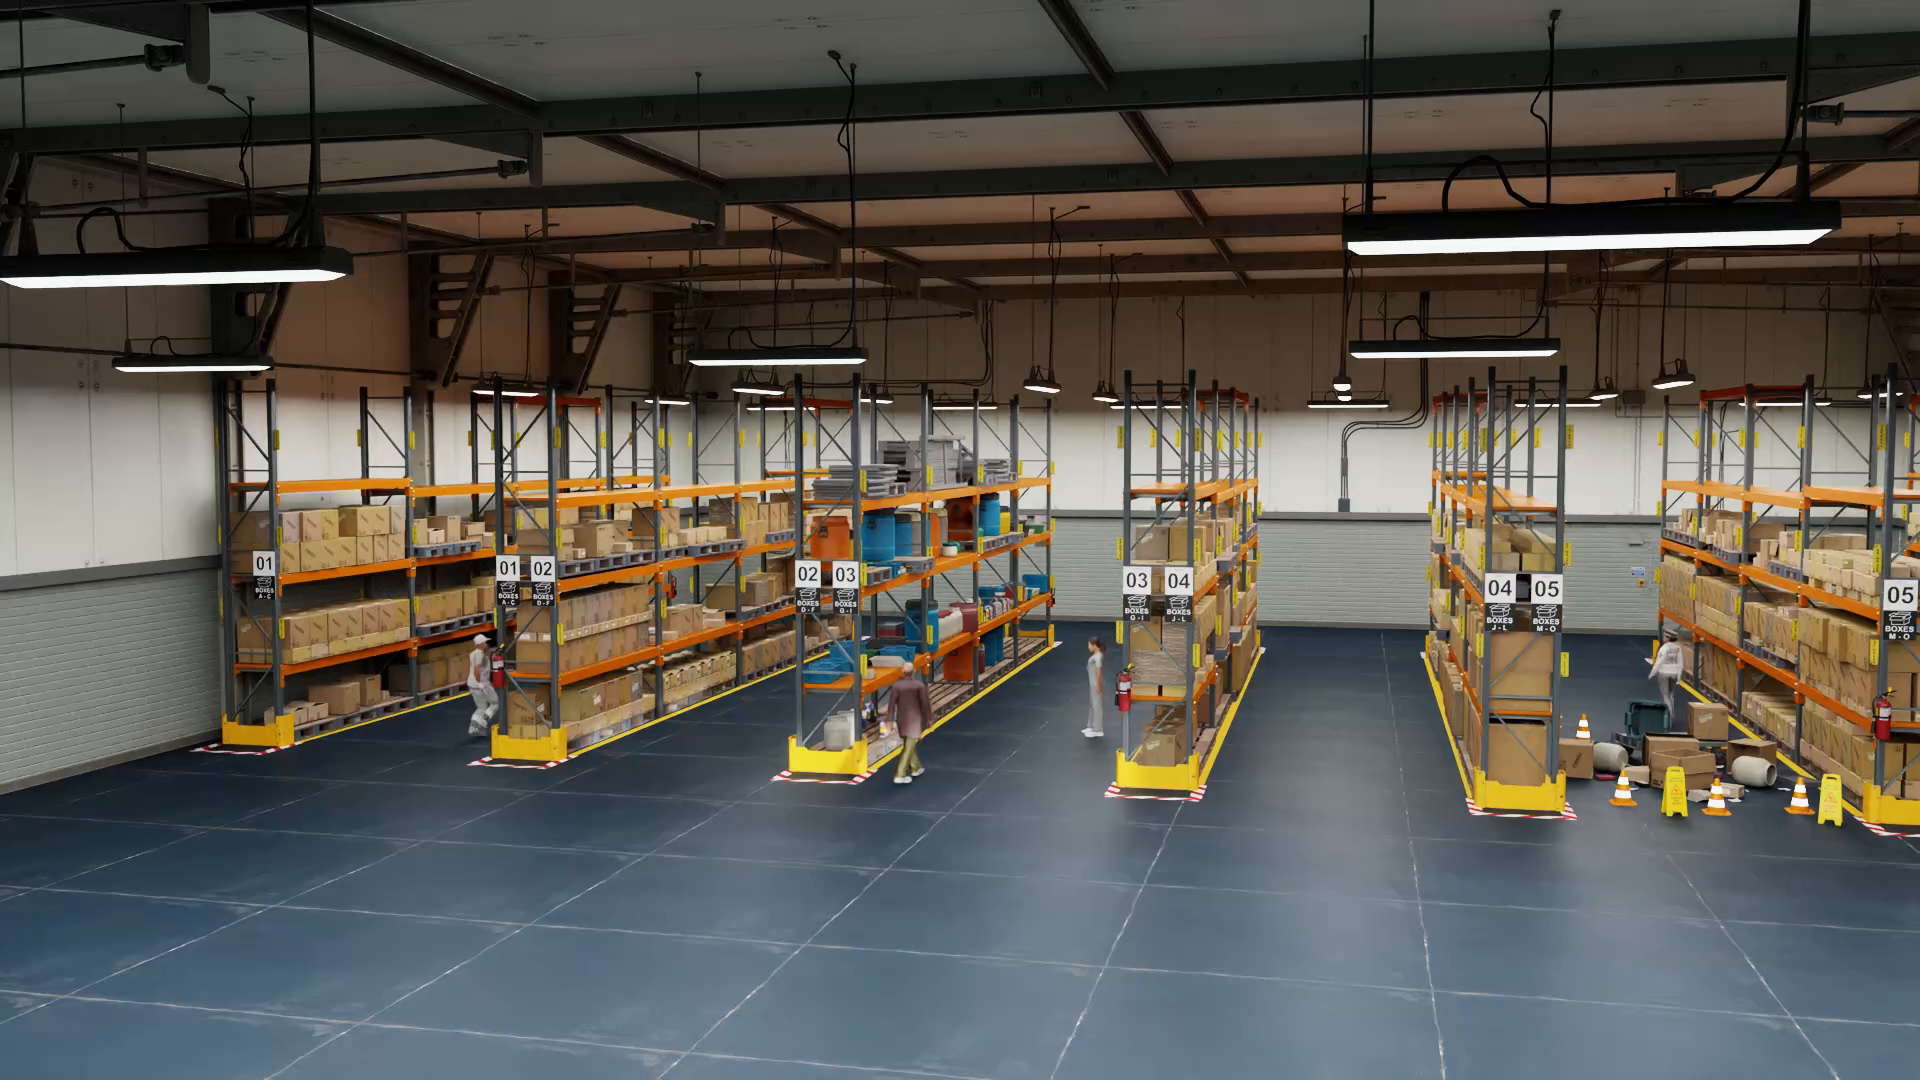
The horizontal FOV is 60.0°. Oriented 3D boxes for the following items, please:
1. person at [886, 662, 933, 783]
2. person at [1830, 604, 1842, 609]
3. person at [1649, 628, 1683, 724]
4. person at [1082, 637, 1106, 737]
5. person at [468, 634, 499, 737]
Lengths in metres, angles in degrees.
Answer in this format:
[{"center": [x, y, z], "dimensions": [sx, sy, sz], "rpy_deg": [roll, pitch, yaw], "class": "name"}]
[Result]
[{"center": [-0.677, 2.648, 24.369], "dimensions": [0.570, 1.742, 0.985], "rpy_deg": [2, 4, 36], "class": "person"}, {"center": [18.375, 2.024, 34.922], "dimensions": [0.645, 1.803, 0.611], "rpy_deg": [-1, 4, -17], "class": "person"}, {"center": [12.446, 2.401, 29.263], "dimensions": [0.558, 1.715, 0.656], "rpy_deg": [0, 3, 1], "class": "person"}, {"center": [2.275, 2.480, 28.173], "dimensions": [0.416, 1.653, 0.512], "rpy_deg": [0, 3, 1], "class": "person"}, {"center": [-8.043, 2.467, 28.127], "dimensions": [0.655, 1.751, 0.659], "rpy_deg": [3, 5, 43], "class": "person"}]
